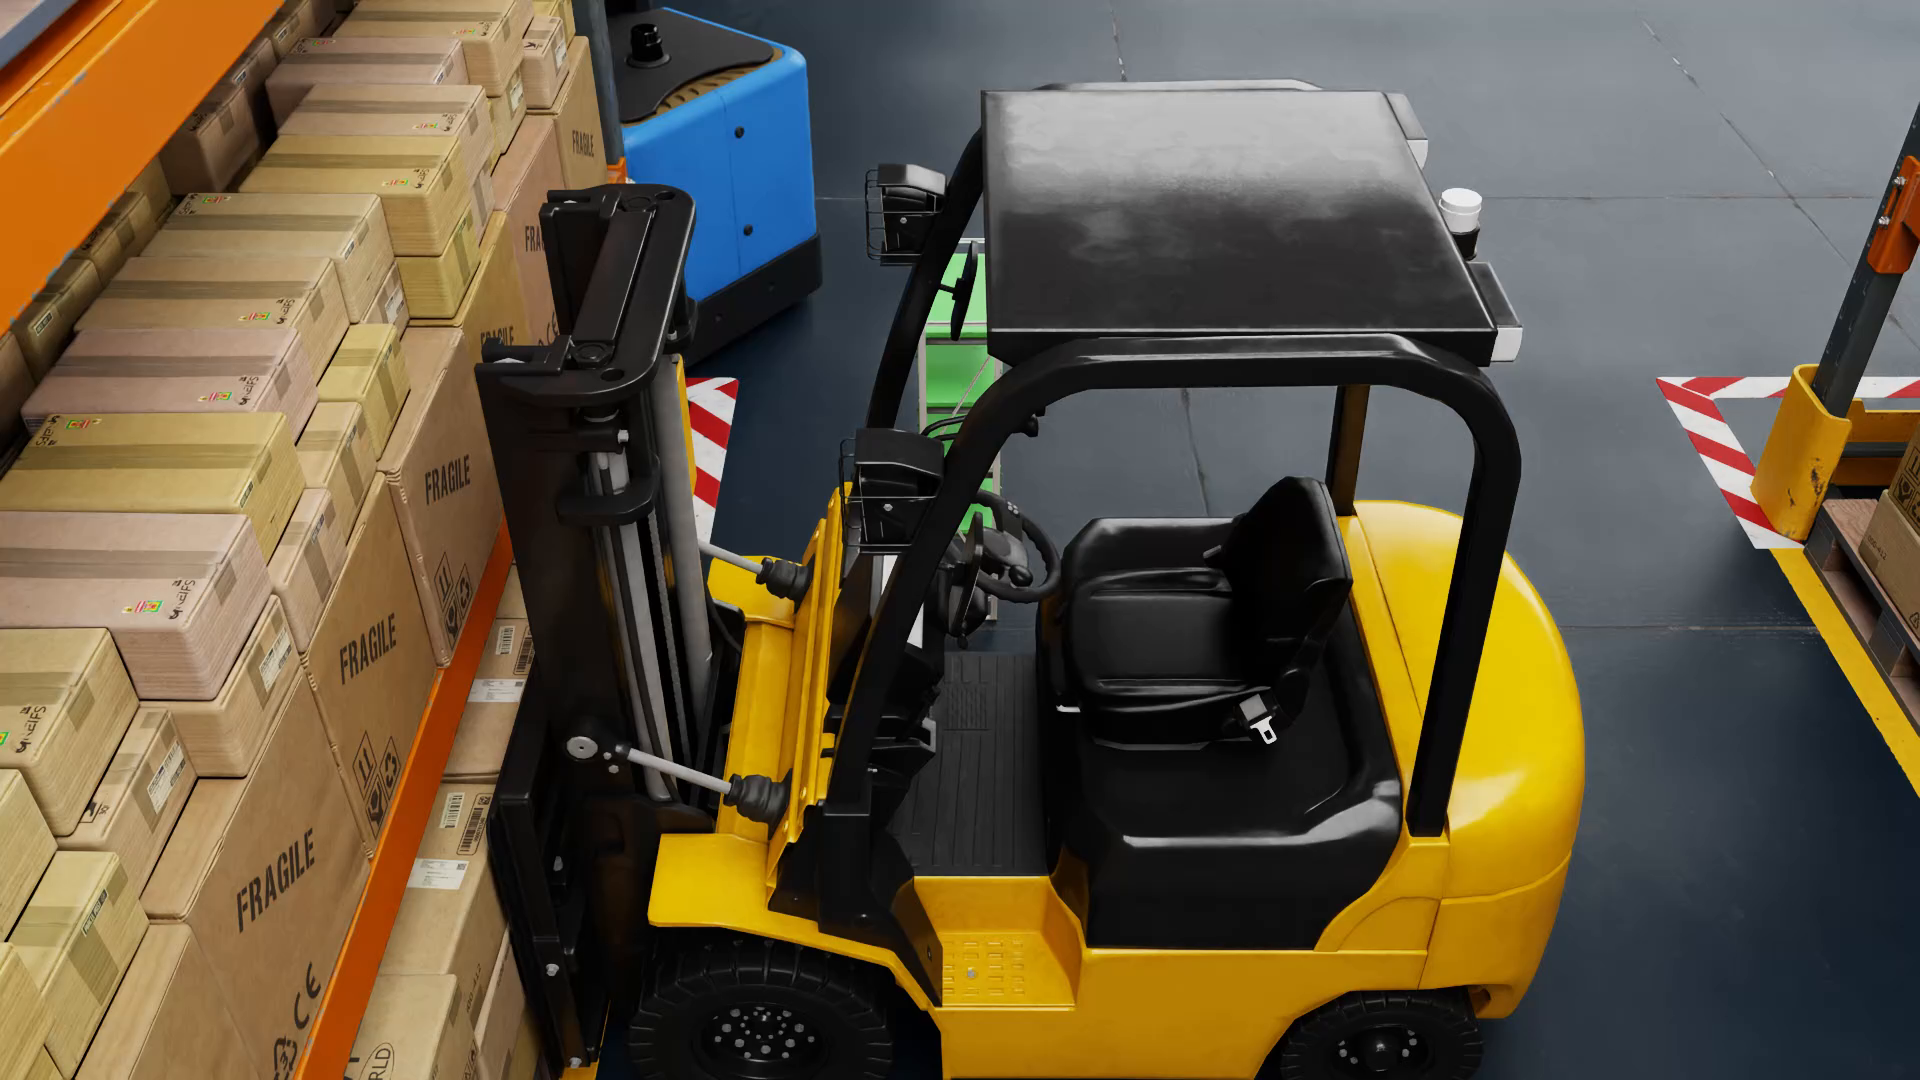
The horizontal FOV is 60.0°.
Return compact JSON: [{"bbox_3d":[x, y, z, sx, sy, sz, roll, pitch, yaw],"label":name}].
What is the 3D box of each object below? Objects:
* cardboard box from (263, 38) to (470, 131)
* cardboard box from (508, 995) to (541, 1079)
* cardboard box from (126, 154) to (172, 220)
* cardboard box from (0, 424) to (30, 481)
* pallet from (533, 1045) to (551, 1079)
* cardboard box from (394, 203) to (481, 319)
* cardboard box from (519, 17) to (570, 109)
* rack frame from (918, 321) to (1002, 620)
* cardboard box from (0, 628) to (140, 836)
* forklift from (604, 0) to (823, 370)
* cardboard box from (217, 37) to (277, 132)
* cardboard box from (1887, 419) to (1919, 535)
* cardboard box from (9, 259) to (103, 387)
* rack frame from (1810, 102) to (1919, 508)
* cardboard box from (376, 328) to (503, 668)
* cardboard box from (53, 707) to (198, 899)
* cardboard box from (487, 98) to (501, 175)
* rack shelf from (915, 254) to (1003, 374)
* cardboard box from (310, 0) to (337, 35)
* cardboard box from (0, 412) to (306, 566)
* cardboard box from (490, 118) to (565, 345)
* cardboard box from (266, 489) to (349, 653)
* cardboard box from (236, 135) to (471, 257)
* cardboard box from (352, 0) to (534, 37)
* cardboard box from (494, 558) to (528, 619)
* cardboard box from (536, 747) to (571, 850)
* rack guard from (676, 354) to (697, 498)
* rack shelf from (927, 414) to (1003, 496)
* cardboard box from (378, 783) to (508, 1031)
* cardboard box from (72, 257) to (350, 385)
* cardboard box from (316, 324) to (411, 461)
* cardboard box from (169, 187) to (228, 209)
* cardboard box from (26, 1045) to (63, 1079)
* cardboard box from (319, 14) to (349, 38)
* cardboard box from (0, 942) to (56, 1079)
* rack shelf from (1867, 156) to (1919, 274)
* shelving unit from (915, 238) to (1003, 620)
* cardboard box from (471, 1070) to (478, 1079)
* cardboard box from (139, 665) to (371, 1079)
[{"bbox_3d":[-1.345,-1.028,3.798,0.380,0.149,0.250,0,39,0],"label":"cardboard box"},{"bbox_3d":[-1.238,1.151,3.778,0.500,0.250,0.500,1,39,1],"label":"cardboard box"},{"bbox_3d":[-1.860,-0.703,3.392,0.380,0.149,0.250,-1,39,-1],"label":"cardboard box"},{"bbox_3d":[-1.799,-0.116,2.898,0.380,0.149,0.250,0,39,-1],"label":"cardboard box"},{"bbox_3d":[-1.499,1.010,4.321,1.003,0.211,1.213,0,39,0],"label":"pallet"},{"bbox_3d":[-1.234,-0.591,3.490,0.380,0.149,0.250,0,39,0],"label":"cardboard box"},{"bbox_3d":[-1.230,-1.233,4.292,0.380,0.149,0.250,1,39,1],"label":"cardboard box"},{"bbox_3d":[0.000,-0.212,5.055,0.240,1.200,0.015,0,39,0],"label":"rack frame"},{"bbox_3d":[-1.340,0.253,2.199,0.380,0.149,0.250,-1,39,-1],"label":"cardboard box"},{"bbox_3d":[-2.052,-2.503,6.529,3.031,2.935,1.130,26,45,28],"label":"forklift"},{"bbox_3d":[-1.788,-1.032,3.803,0.380,0.149,0.250,0,39,0],"label":"cardboard box"},{"bbox_3d":[3.148,-0.188,4.849,0.500,0.500,0.500,-1,39,-2],"label":"cardboard box"},{"bbox_3d":[-1.777,-0.383,2.993,0.380,0.149,0.250,1,39,1],"label":"cardboard box"},{"bbox_3d":[3.423,-1.324,5.003,1.000,3.000,0.127,0,39,0],"label":"rack frame"},{"bbox_3d":[-1.274,-0.090,3.384,0.500,0.500,0.500,0,39,0],"label":"cardboard box"},{"bbox_3d":[-1.303,0.367,2.294,0.380,0.149,0.250,0,39,0],"label":"cardboard box"},{"bbox_3d":[-1.302,-0.916,3.896,0.380,0.149,0.250,0,39,0],"label":"cardboard box"},{"bbox_3d":[0.000,-0.689,4.985,0.258,0.148,0.480,0,39,0],"label":"rack shelf"},{"bbox_3d":[-1.816,-1.349,4.199,0.380,0.149,0.250,1,39,1],"label":"cardboard box"},{"bbox_3d":[-1.265,-0.070,2.603,0.380,0.149,0.250,-1,39,-1],"label":"cardboard box"},{"bbox_3d":[-1.286,-0.725,4.176,0.500,0.500,0.500,1,39,1],"label":"cardboard box"},{"bbox_3d":[-1.228,0.049,2.692,0.380,0.149,0.250,0,39,-1],"label":"cardboard box"},{"bbox_3d":[-1.228,-0.704,3.393,0.380,0.149,0.250,1,39,1],"label":"cardboard box"},{"bbox_3d":[-1.298,-1.348,4.197,0.380,0.149,0.250,0,39,0],"label":"cardboard box"},{"bbox_3d":[-1.211,0.124,4.260,0.500,0.250,0.500,0,39,1],"label":"cardboard box"},{"bbox_3d":[-1.219,0.650,4.004,0.500,0.250,0.500,0,39,0],"label":"cardboard box"},{"bbox_3d":[-1.541,-0.357,5.796,1.175,0.500,0.348,0,39,0],"label":"rack guard"},{"bbox_3d":[0.000,-0.315,5.286,0.258,0.148,0.480,0,39,0],"label":"rack shelf"},{"bbox_3d":[-1.225,0.769,3.455,0.500,0.250,0.500,1,39,1],"label":"cardboard box"},{"bbox_3d":[-1.339,-0.385,2.996,0.380,0.149,0.250,0,39,0],"label":"cardboard box"},{"bbox_3d":[-1.255,-0.275,3.096,0.380,0.149,0.250,-1,39,-1],"label":"cardboard box"},{"bbox_3d":[-1.873,-0.761,3.703,0.380,0.149,0.250,0,39,0],"label":"cardboard box"},{"bbox_3d":[-1.273,0.692,1.889,0.380,0.149,0.250,-1,39,-1],"label":"cardboard box"},{"bbox_3d":[-1.736,-1.243,4.304,0.380,0.149,0.250,0,39,0],"label":"cardboard box"},{"bbox_3d":[-1.240,0.576,1.796,0.380,0.149,0.250,1,39,1],"label":"cardboard box"},{"bbox_3d":[3.425,0.208,3.667,1.077,0.370,4.000,0,39,0],"label":"rack shelf"},{"bbox_3d":[0.000,-0.365,5.246,0.258,1.200,0.503,0,39,0],"label":"shelving unit"},{"bbox_3d":[-1.231,1.280,3.217,0.500,0.250,0.500,0,39,0],"label":"cardboard box"},{"bbox_3d":[-1.293,0.541,2.596,0.500,0.500,0.500,1,39,1],"label":"cardboard box"}]
